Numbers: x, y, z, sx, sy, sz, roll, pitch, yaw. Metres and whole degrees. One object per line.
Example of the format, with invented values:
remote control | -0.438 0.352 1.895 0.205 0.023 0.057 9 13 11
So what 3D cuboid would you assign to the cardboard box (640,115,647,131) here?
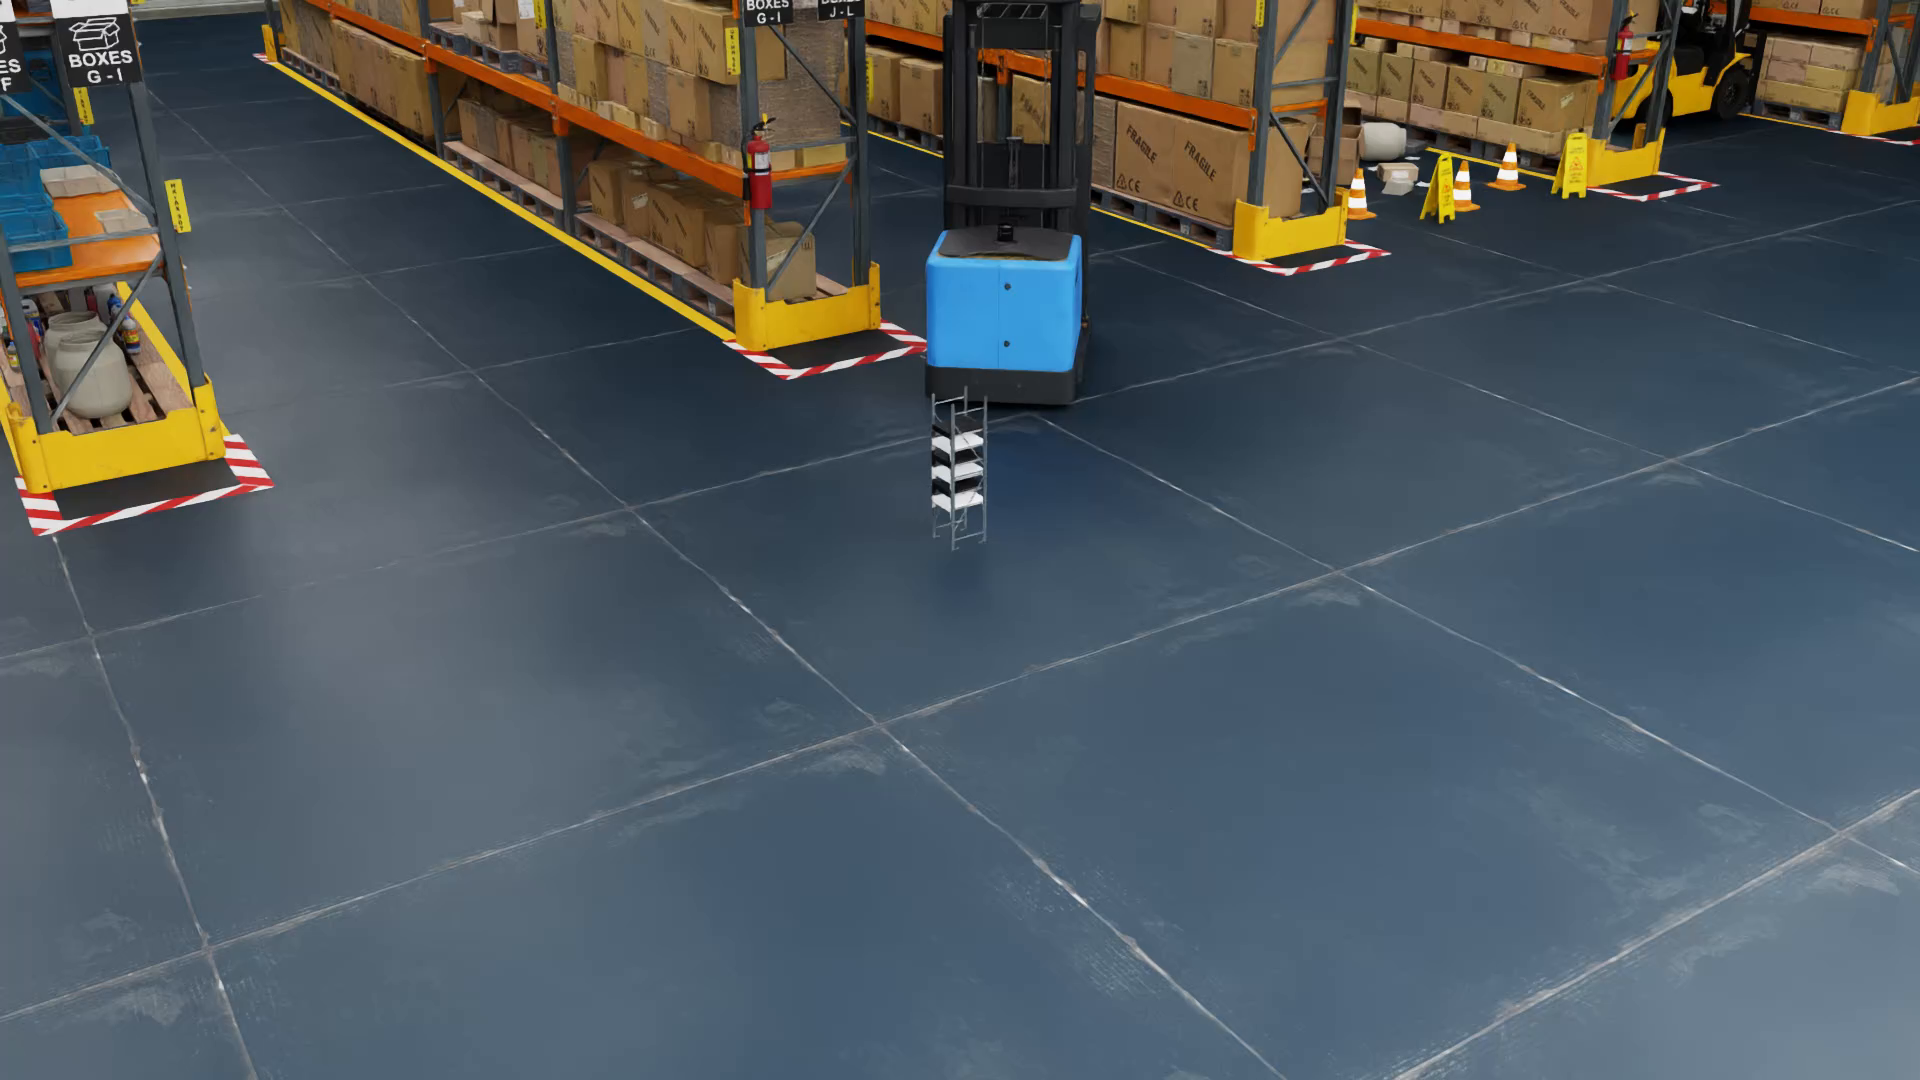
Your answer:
cardboard box | -2.468 -3.525 13.998 0.380 0.149 0.250 -16 29 -30

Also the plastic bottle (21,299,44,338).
plastic bottle | -6.950 -1.649 12.405 0.152 0.276 0.135 -16 29 -30

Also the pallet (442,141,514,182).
pallet | -5.096 -4.288 18.586 1.003 0.211 1.213 -16 29 -30

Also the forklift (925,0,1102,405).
forklift | 0.452 -2.863 12.382 1.130 2.935 3.031 3 25 6

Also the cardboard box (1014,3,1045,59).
cardboard box | 1.084 -5.456 17.619 0.875 0.550 0.550 -16 29 -30

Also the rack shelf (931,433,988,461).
rack shelf | -0.004 -0.542 9.501 0.258 0.077 0.200 -16 29 -30

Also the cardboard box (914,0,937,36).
cardboard box | -0.188 -6.049 18.932 0.500 0.500 0.500 -15 29 -29

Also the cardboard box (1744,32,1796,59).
cardboard box | 10.225 -6.285 21.107 0.500 0.250 0.500 -15 29 -29

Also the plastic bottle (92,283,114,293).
plastic bottle | -6.614 -1.897 12.843 0.144 0.351 0.185 -16 29 -30

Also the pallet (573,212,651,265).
pallet | -2.942 -2.905 15.656 1.003 0.211 1.213 -16 29 -30

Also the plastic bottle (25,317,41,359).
plastic bottle | -6.700 -1.460 11.995 0.061 0.283 0.133 -16 29 -30

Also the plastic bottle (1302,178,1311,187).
plastic bottle | 3.615 -3.848 17.830 0.283 0.061 0.133 18 31 33

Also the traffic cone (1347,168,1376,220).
traffic cone | 3.956 -3.461 16.539 0.336 0.463 0.334 -16 29 -30

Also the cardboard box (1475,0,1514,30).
cardboard box | 6.082 -5.946 18.367 0.500 0.500 0.500 -16 29 -30

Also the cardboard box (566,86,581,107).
cardboard box | -3.347 -4.045 15.099 0.380 0.149 0.250 -16 29 -30

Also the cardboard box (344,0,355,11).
cardboard box | -7.389 -6.902 20.740 0.500 0.500 0.500 -15 29 -29

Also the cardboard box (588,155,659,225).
cardboard box | -3.153 -3.305 15.674 0.500 0.500 0.500 -17 30 -31

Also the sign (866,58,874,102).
sign | -0.700 -3.485 12.605 0.100 0.325 0.005 -16 29 -30

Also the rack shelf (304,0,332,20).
rack shelf | -8.797 -7.649 23.283 1.077 0.370 4.000 -16 29 -30

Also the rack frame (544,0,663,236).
rack frame | -3.338 -4.398 15.552 1.000 3.000 0.127 -16 29 -30

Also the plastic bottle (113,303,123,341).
plastic bottle | -6.220 -1.622 12.352 0.097 0.271 0.097 0 25 0

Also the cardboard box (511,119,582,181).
cardboard box | -4.206 -4.066 17.262 0.700 0.500 0.500 -18 31 -34

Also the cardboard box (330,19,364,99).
cardboard box | -7.339 -6.264 21.503 1.225 0.875 0.875 -15 29 -29

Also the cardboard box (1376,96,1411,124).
cardboard box | 5.362 -5.192 19.963 0.500 0.250 0.500 -14 29 -27

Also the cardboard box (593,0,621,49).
cardboard box | -2.759 -4.452 14.030 0.500 0.500 0.500 -16 29 -30

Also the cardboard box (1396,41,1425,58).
cardboard box | 5.361 -5.770 19.550 0.380 0.149 0.250 -14 29 -28

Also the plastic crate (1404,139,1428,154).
plastic crate | 5.135 -4.634 19.473 0.583 0.080 0.402 18 31 33

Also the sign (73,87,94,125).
sign | -7.021 -3.493 13.311 0.100 0.325 0.005 -16 29 -30

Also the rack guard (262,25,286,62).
rack guard | -9.902 -7.568 25.196 1.175 0.500 0.348 -16 29 -30

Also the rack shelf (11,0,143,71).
rack shelf | -6.396 -3.559 11.105 1.077 0.370 4.000 -16 29 -30

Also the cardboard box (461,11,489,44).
cardboard box | -4.800 -5.298 17.142 0.500 0.250 0.500 -16 30 -31

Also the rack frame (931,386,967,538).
rack frame | -0.060 -0.446 9.641 0.240 0.900 0.006 -16 29 -30

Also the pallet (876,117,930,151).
pallet | -0.282 -4.952 19.992 1.003 0.211 1.213 -16 29 -30

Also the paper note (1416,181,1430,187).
paper note | 4.965 -3.808 17.781 0.142 0.019 0.148 18 31 33

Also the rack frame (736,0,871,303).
rack frame | -1.155 -2.967 12.522 1.000 3.000 0.127 -16 29 -30

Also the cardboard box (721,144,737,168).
cardboard box | -1.619 -2.997 12.879 0.380 0.149 0.250 -16 29 -30

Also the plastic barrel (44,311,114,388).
plastic barrel | -6.001 -1.275 11.359 0.421 0.512 0.421 0 25 0

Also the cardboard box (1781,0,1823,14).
cardboard box | 10.541 -6.783 20.487 0.500 0.500 0.500 -15 29 -28

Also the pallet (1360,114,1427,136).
pallet | 5.361 -5.214 20.548 1.003 0.211 1.213 -16 29 -30

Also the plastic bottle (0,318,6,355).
plastic bottle | -6.865 -1.481 12.049 0.152 0.276 0.135 -16 30 -31

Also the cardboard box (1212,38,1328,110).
cardboard box | 2.816 -4.277 15.120 0.875 0.550 0.550 -16 29 -30

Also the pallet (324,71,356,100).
pallet | -8.055 -6.289 22.824 1.003 0.211 1.213 -16 29 -30

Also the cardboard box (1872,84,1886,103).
cardboard box | 11.201 -5.602 20.833 0.500 0.250 0.500 -15 29 -29

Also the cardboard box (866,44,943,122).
cardboard box | -0.574 -5.570 20.179 1.050 0.750 0.750 -15 29 -29

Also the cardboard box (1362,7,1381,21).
cardboard box | 5.049 -6.328 19.935 0.380 0.149 0.250 -15 29 -28

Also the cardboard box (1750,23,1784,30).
cardboard box | 10.388 -6.594 21.761 0.500 0.250 0.500 -16 30 -31

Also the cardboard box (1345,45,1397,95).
cardboard box | 5.061 -5.719 20.201 0.500 0.500 0.500 -14 29 -27

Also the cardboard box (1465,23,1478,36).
cardboard box | 5.947 -5.798 18.813 0.380 0.149 0.250 -16 29 -30

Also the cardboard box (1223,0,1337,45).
cardboard box | 2.886 -4.785 14.931 0.875 0.550 0.550 -16 29 -30

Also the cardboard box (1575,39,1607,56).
cardboard box | 6.765 -5.247 17.645 0.380 0.149 0.250 -14 29 -28

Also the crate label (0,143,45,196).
crate label | -6.536 -2.424 11.330 0.502 0.435 0.616 -16 29 -30

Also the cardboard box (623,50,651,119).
cardboard box | -2.305 -3.871 13.971 0.875 0.500 0.500 -16 29 -30

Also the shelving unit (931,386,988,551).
shelving unit | -0.004 -0.410 9.564 0.258 0.900 0.210 -16 29 -30
